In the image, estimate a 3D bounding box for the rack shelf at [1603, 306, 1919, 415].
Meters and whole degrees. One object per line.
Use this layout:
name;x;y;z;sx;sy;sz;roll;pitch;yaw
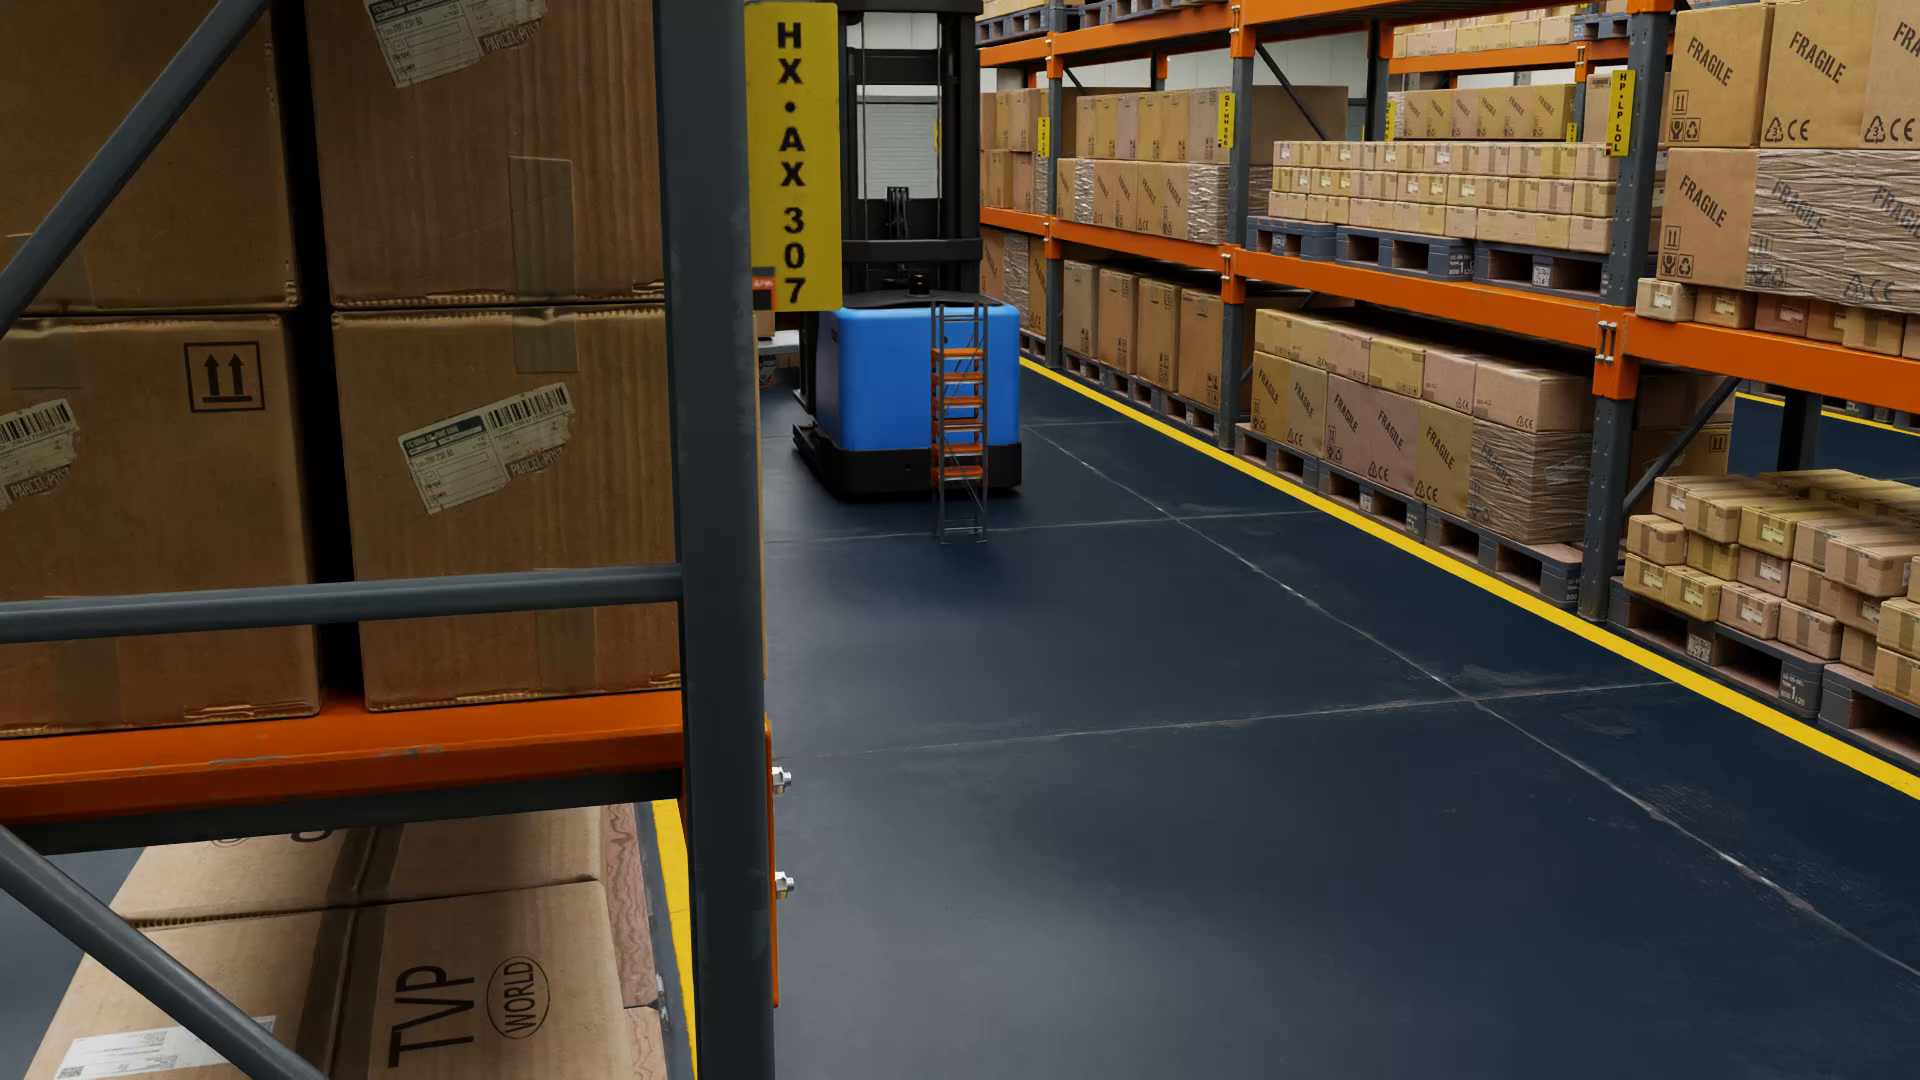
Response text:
rack shelf;3.598;-0.333;4.987;1.077;0.370;4.000;-3;14;-13

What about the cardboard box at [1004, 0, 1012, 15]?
cardboard box;0.614;-4.878;15.186;0.380;0.149;0.250;-3;14;-12

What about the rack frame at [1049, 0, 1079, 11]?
rack frame;1.249;-5.904;13.632;1.000;3.000;0.127;-3;14;-13

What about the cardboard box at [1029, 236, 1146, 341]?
cardboard box;1.170;-2.311;15.156;0.875;0.875;0.875;-3;14;-12

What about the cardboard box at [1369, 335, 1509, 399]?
cardboard box;2.462;-0.896;8.578;0.500;0.250;0.500;-4;14;-16

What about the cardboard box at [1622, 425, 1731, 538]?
cardboard box;3.212;-0.319;7.795;0.500;0.500;0.500;-3;14;-11

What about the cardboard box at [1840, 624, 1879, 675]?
cardboard box;3.278;0.370;5.713;0.380;0.149;0.250;-4;14;-16

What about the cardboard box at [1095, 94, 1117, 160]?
cardboard box;1.494;-3.291;13.261;0.700;0.500;0.500;-4;14;-14

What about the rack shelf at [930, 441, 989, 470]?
rack shelf;-0.003;-0.426;8.337;0.258;0.103;0.180;-3;14;-13

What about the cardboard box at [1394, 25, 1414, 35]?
cardboard box;4.961;-5.602;18.192;0.380;0.149;0.250;-3;14;-12

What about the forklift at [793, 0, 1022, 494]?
forklift;-0.472;-1.982;10.363;1.130;2.935;3.031;-3;14;-12

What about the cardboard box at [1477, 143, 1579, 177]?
cardboard box;2.659;-1.779;7.780;0.380;0.149;0.250;-3;14;-13

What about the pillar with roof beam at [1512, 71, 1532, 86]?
pillar with roof beam;10.783;-13.092;43.052;9.100;9.000;0.400;-3;14;-13

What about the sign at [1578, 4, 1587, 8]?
sign;5.569;-4.919;14.832;0.100;0.325;0.005;-3;14;-13

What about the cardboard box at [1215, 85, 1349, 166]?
cardboard box;2.093;-2.705;10.863;0.700;0.500;0.500;-3;14;-13

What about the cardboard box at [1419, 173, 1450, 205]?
cardboard box;2.530;-1.755;8.309;0.380;0.149;0.250;-3;14;-13

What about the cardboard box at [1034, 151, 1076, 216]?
cardboard box;1.151;-3.147;14.672;0.875;0.550;0.550;-3;14;-13

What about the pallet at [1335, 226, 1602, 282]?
pallet;2.693;-1.519;8.730;1.003;0.211;1.213;-3;14;-13

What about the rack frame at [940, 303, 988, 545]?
rack frame;0.018;-0.565;8.212;0.240;1.200;0.006;-3;14;-13

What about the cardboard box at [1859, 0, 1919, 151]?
cardboard box;3.222;-1.469;5.174;0.500;0.500;0.500;-3;14;-12

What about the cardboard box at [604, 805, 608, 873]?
cardboard box;-1.406;0.553;4.357;0.875;0.438;0.875;-4;14;-15

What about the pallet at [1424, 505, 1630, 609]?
pallet;2.944;0.031;7.856;1.003;0.211;1.213;-3;14;-13

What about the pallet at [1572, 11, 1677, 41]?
pallet;6.136;-4.460;14.439;1.213;0.211;1.003;-3;14;-13

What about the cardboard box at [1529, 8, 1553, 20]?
cardboard box;5.620;-4.999;15.726;0.380;0.149;0.250;-4;14;-16

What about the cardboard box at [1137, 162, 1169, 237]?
cardboard box;1.589;-2.435;11.863;0.500;0.500;0.500;-4;14;-14

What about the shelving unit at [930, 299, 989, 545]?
shelving unit;-0.003;-0.586;8.298;0.258;1.200;0.189;-3;14;-13

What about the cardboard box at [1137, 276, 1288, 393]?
cardboard box;1.924;-1.525;12.205;1.050;0.750;0.750;-3;14;-12

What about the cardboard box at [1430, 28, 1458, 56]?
cardboard box;5.256;-5.191;17.351;0.500;0.250;0.500;-3;14;-13

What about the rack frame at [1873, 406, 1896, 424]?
rack frame;7.034;-2.320;11.603;1.000;3.000;0.127;-3;14;-13

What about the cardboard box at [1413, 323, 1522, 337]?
cardboard box;2.837;-1.044;9.181;0.500;0.250;0.500;-3;14;-12

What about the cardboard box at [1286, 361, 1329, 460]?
cardboard box;2.228;-0.763;9.614;0.500;0.500;0.500;-3;14;-13

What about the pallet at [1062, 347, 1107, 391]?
pallet;1.504;-1.461;13.964;1.003;0.211;1.213;-3;14;-13

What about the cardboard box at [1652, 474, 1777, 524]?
cardboard box;3.008;-0.161;6.635;0.380;0.149;0.250;-3;14;-11

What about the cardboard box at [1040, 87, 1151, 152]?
cardboard box;1.196;-3.674;14.554;0.875;0.550;0.550;-3;14;-13

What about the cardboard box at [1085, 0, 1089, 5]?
cardboard box;1.316;-4.855;15.094;0.380;0.149;0.250;-4;14;-14

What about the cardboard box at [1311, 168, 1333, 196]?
cardboard box;2.239;-2.047;9.503;0.380;0.149;0.250;-4;14;-15

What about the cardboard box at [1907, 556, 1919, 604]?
cardboard box;3.330;0.142;5.396;0.380;0.149;0.250;-4;14;-16

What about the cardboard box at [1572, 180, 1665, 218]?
cardboard box;2.843;-1.451;7.065;0.380;0.149;0.250;-3;14;-11

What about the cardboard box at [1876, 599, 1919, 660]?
cardboard box;3.241;0.290;5.414;0.380;0.149;0.250;-3;14;-14

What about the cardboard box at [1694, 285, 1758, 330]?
cardboard box;3.009;-0.883;6.251;0.380;0.149;0.250;-3;14;-12

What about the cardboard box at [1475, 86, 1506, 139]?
cardboard box;5.486;-4.241;16.521;0.500;0.500;0.500;-3;14;-13

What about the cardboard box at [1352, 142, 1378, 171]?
cardboard box;2.355;-2.078;9.005;0.380;0.149;0.250;-3;14;-11

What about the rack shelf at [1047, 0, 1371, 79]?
rack shelf;1.719;-3.636;12.185;1.077;0.370;4.000;-3;14;-13

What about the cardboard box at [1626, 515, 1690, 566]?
cardboard box;2.902;-0.006;6.628;0.380;0.149;0.250;-3;14;-11

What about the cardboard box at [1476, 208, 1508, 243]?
cardboard box;2.666;-1.482;7.818;0.380;0.149;0.250;-4;14;-16

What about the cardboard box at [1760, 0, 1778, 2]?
cardboard box;6.439;-4.030;12.598;0.500;0.250;0.500;-3;14;-12

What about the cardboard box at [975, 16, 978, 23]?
cardboard box;0.316;-5.170;16.383;0.380;0.149;0.250;-3;14;-13

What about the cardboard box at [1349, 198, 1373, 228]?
cardboard box;2.354;-1.787;9.065;0.380;0.149;0.250;-3;14;-11

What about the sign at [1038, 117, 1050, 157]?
sign;0.710;-3.417;14.104;0.100;0.325;0.005;-3;14;-13

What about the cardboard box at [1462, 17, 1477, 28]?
cardboard box;5.371;-5.310;16.998;0.380;0.149;0.250;-3;14;-14

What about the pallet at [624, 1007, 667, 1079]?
pallet;-0.984;1.252;2.856;1.003;0.211;1.213;-3;14;-13

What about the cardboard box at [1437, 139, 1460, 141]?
cardboard box;5.567;-4.004;17.658;0.875;0.500;0.500;-3;14;-13
